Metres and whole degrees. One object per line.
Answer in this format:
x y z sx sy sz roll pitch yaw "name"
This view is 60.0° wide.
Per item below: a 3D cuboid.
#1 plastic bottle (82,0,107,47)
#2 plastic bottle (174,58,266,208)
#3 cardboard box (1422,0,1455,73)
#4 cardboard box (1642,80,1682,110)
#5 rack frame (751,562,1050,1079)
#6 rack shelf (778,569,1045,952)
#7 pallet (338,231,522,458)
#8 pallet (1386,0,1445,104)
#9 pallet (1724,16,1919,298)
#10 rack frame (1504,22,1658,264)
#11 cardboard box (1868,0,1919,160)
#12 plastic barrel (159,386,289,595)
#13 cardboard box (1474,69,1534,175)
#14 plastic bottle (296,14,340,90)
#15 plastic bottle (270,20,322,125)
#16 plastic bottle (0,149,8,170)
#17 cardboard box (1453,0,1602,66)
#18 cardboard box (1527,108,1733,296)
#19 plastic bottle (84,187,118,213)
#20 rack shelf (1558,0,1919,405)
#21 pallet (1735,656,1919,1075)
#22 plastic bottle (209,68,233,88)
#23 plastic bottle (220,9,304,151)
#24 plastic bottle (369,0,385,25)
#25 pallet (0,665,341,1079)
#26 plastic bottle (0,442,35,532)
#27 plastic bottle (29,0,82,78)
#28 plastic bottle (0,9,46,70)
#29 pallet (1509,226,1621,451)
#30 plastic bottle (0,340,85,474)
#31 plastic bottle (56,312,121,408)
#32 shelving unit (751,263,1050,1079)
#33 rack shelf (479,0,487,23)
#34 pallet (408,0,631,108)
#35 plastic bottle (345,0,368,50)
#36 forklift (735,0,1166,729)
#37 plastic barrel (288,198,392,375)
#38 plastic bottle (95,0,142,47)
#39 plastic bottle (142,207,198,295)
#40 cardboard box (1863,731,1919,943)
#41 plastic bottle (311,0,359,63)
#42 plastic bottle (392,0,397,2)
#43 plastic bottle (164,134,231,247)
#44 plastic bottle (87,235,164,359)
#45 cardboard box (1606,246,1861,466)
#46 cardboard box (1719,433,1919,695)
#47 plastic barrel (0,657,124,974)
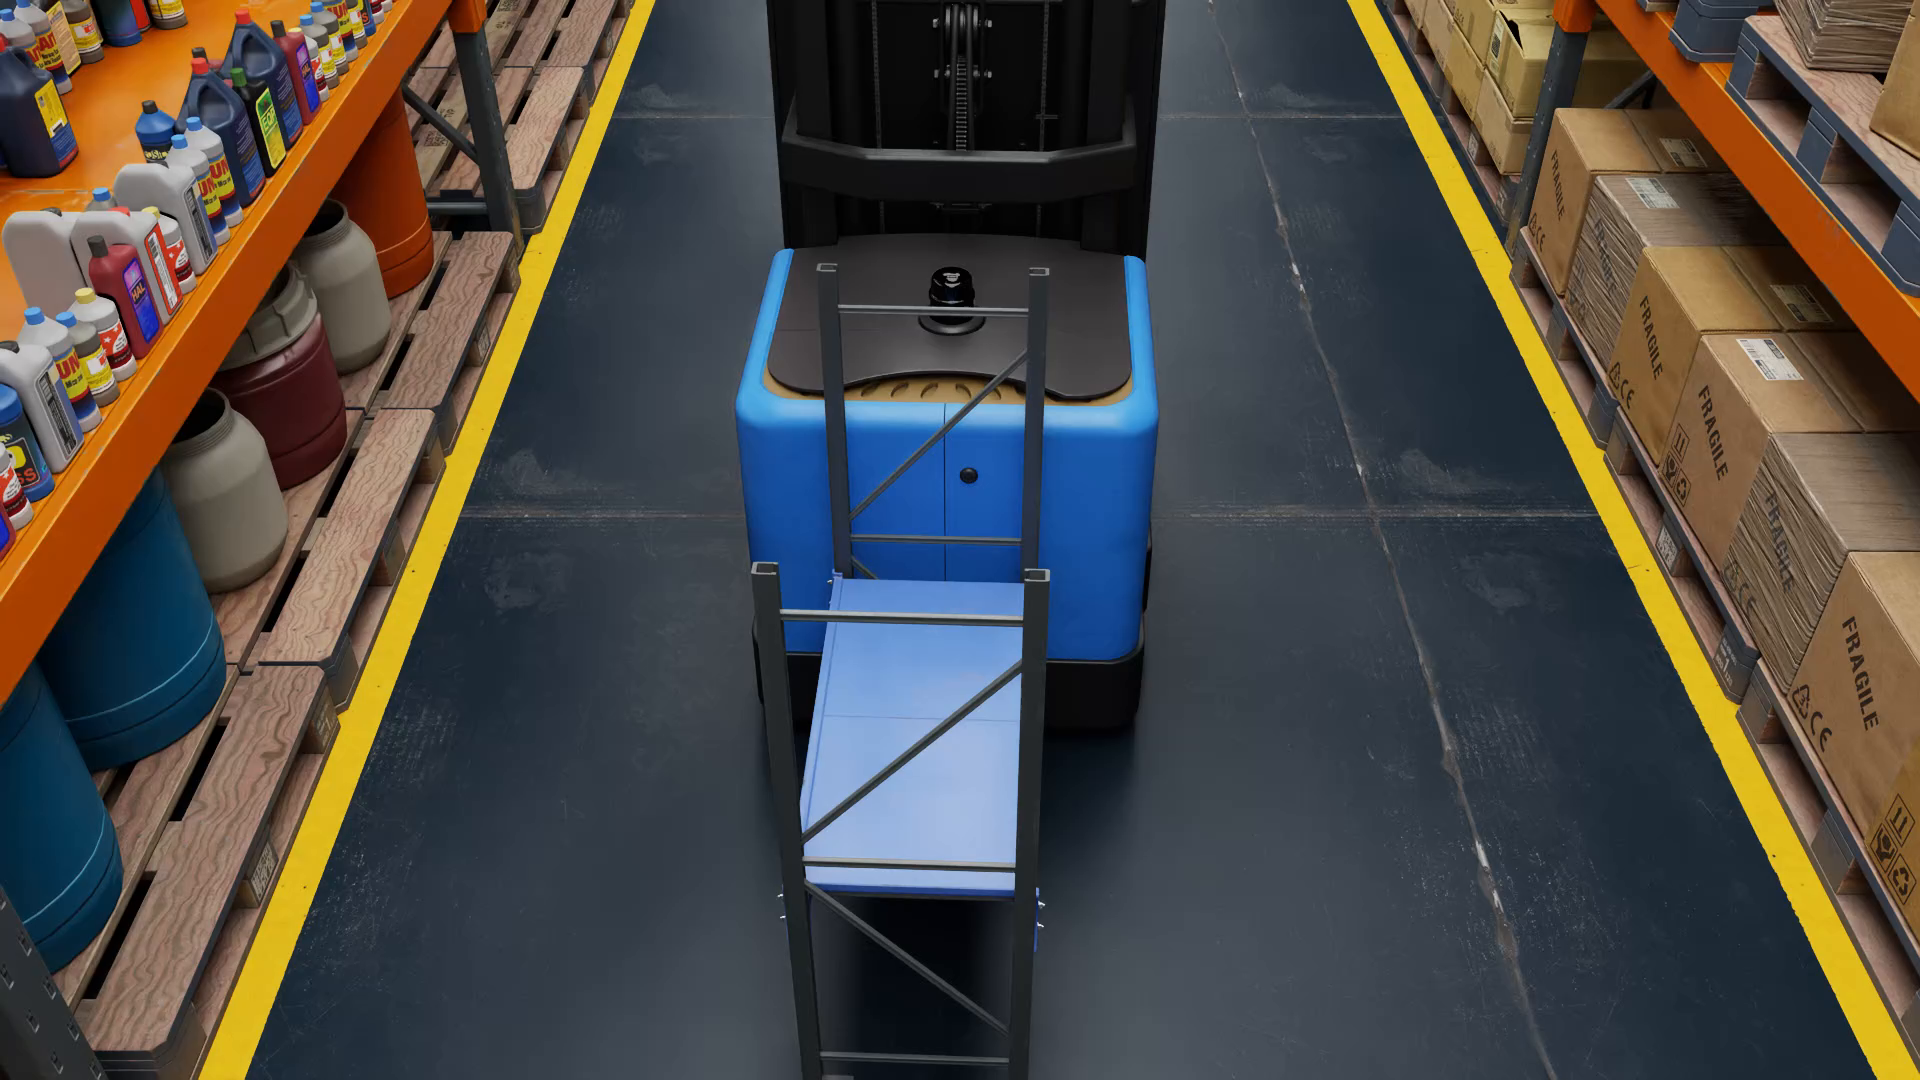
-2.624 -1.621 4.967 0.061 0.283 0.133 0 39 0 "plastic bottle"
-1.869 -1.025 4.170 0.144 0.351 0.185 0 39 0 "plastic bottle"
2.451 -2.368 7.669 0.500 0.250 0.500 1 39 1 "cardboard box"
2.990 -1.949 6.698 0.500 0.311 0.500 1 39 1 "cardboard box"
-0.100 0.638 3.255 0.500 1.500 0.032 1 39 2 "rack frame"
-0.079 0.461 3.763 0.538 0.185 1.000 1 39 2 "rack shelf"
-2.214 -0.729 5.991 1.003 0.211 1.213 0 39 0 "pallet"
2.737 -2.499 8.200 1.003 0.211 1.213 0 39 0 "pallet"
2.704 -1.020 4.278 1.003 0.211 1.213 0 39 0 "pallet"
2.697 -2.311 5.735 1.000 3.000 0.127 0 39 0 "rack frame"
2.638 -1.118 3.830 0.700 0.500 0.500 -9 40 -11 "cardboard box"
-2.147 -0.138 4.677 0.421 0.512 0.421 0 39 0 "plastic barrel"
2.452 -1.731 6.874 0.500 0.250 0.500 1 39 1 "cardboard box"
-1.846 -1.398 4.755 0.097 0.201 0.097 0 39 0 "plastic bottle"
-1.828 -1.297 4.563 0.061 0.283 0.133 0 39 0 "plastic bottle"
-2.578 -1.124 4.353 0.152 0.276 0.135 0 39 0 "plastic bottle"
2.443 -2.273 7.103 0.500 0.311 0.500 -1 39 -1 "cardboard box"
2.412 -1.223 6.024 0.500 0.500 0.500 2 39 2 "cardboard box"
-1.997 -0.733 3.925 0.097 0.201 0.097 0 39 0 "plastic bottle"
2.699 -0.780 4.400 1.077 0.370 4.000 0 39 0 "rack shelf"
2.663 0.770 4.121 1.003 0.211 1.213 0 39 0 "pallet"
-1.888 -1.098 4.315 0.061 0.283 0.133 0 39 0 "plastic bottle"
-1.869 -1.224 4.418 0.144 0.351 0.185 0 39 0 "plastic bottle"
-1.847 -1.703 5.135 0.097 0.201 0.097 0 39 0 "plastic bottle"
-2.211 0.797 4.087 1.003 0.211 1.213 0 39 0 "pallet"
-1.844 -0.116 3.155 0.097 0.201 0.097 0 39 0 "plastic bottle"
-2.624 -1.476 4.787 0.061 0.283 0.133 0 39 0 "plastic bottle"
-2.605 -1.339 4.625 0.097 0.271 0.097 0 39 0 "plastic bottle"
2.660 -0.756 6.025 1.003 0.211 1.213 0 39 0 "pallet"
-1.872 -0.279 3.298 0.152 0.276 0.135 0 39 0 "plastic bottle"
-1.845 -0.383 3.488 0.097 0.201 0.097 0 39 0 "plastic bottle"
-0.079 0.320 3.651 0.538 1.500 1.048 1 39 2 "shelving unit"
-2.259 -3.280 7.520 1.077 0.370 4.000 0 39 0 "rack shelf"
-2.217 -2.467 8.160 1.003 0.211 1.213 0 39 0 "pallet"
-1.847 -1.581 4.983 0.097 0.201 0.097 0 39 0 "plastic bottle"
0.026 -1.534 4.821 1.130 2.935 3.031 1 39 2 "forklift"
-2.149 -0.844 5.558 0.421 0.512 0.421 0 39 0 "plastic barrel"
-2.545 -1.627 4.985 0.097 0.271 0.097 0 39 0 "plastic bottle"
-1.845 -0.672 3.849 0.097 0.201 0.097 0 39 0 "plastic bottle"
2.414 0.686 3.643 0.500 0.500 0.500 0 39 0 "cardboard box"
-1.847 -1.547 4.885 0.097 0.271 0.097 0 39 0 "plastic bottle"
-1.829 -1.868 5.275 0.061 0.283 0.133 0 39 0 "plastic bottle"
-1.845 -0.845 4.008 0.097 0.271 0.097 0 39 0 "plastic bottle"
-1.827 -0.548 3.629 0.061 0.283 0.133 0 39 0 "plastic bottle"
2.413 -0.582 5.224 0.500 0.500 0.500 -1 39 -1 "cardboard box"
2.422 0.063 4.420 0.500 0.500 0.500 0 39 1 "cardboard box"
-2.235 0.506 3.562 0.600 0.901 0.708 0 39 0 "plastic barrel"
